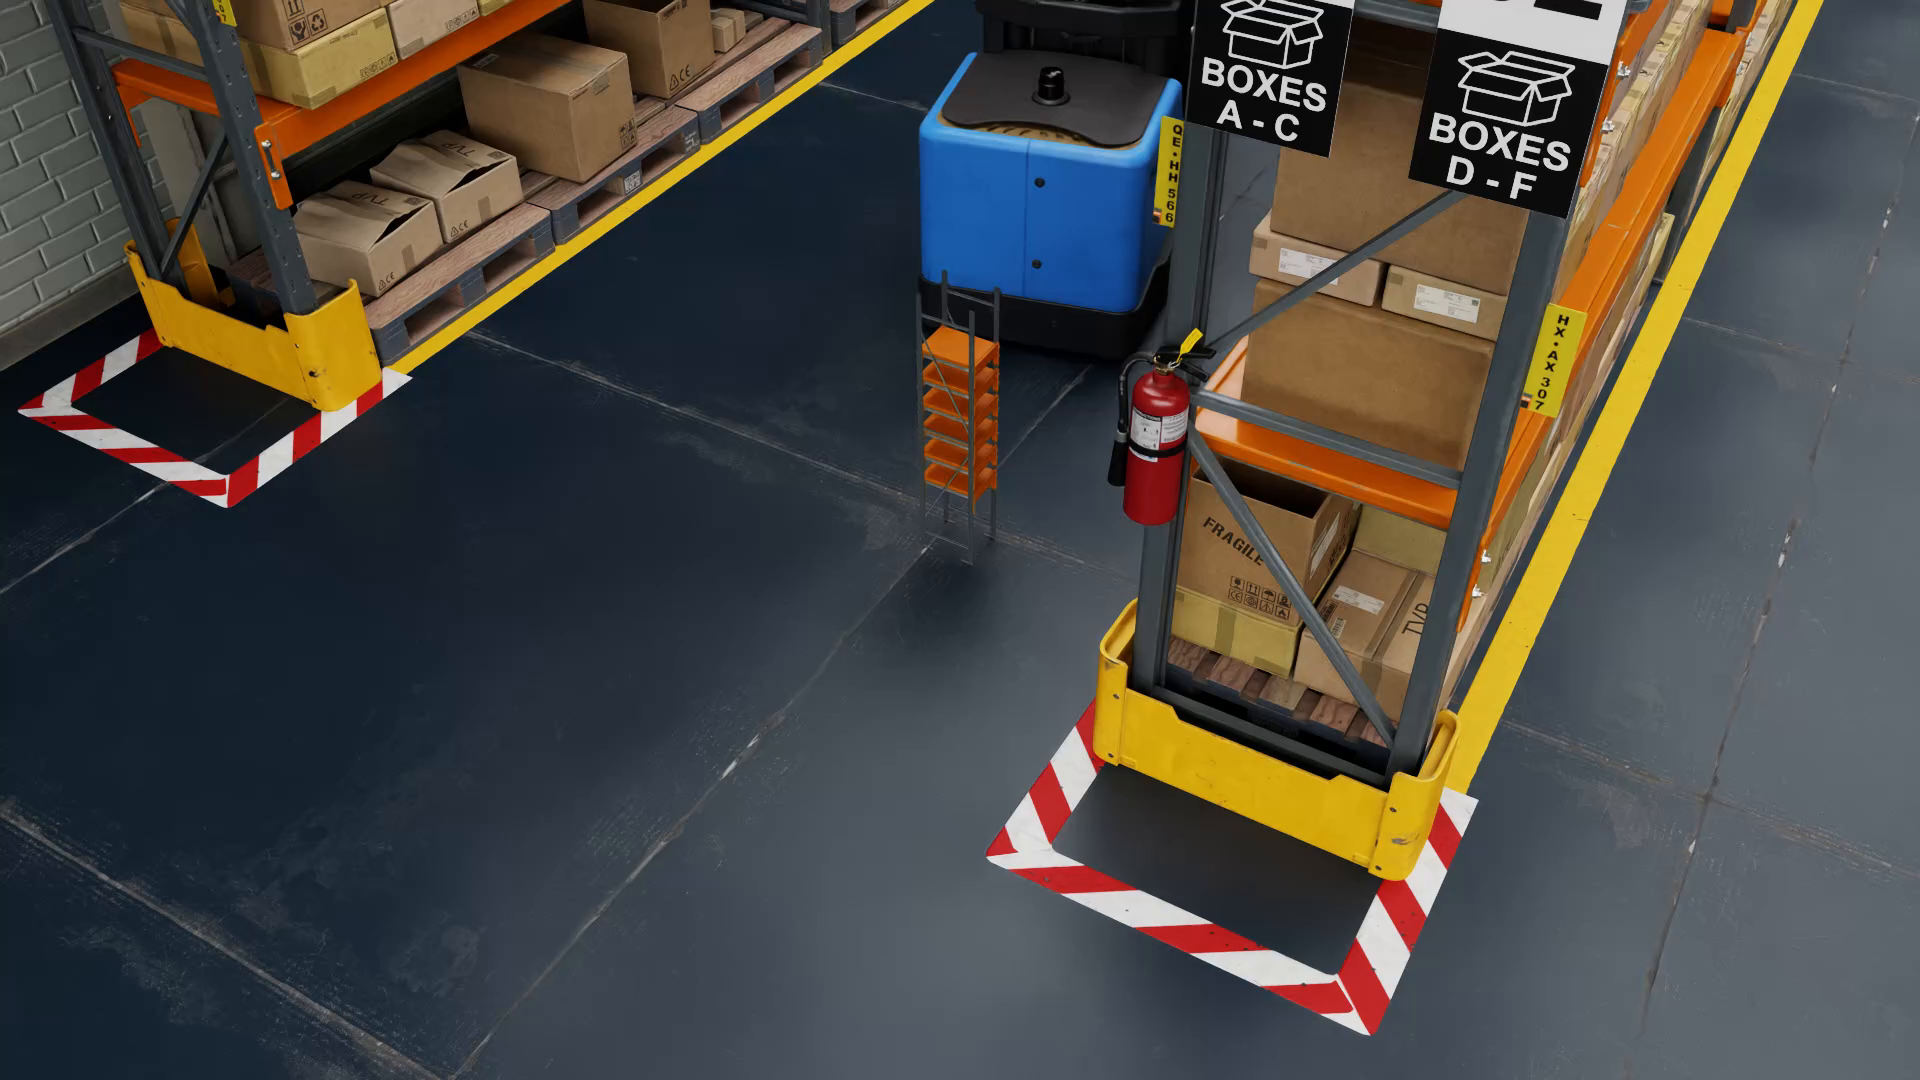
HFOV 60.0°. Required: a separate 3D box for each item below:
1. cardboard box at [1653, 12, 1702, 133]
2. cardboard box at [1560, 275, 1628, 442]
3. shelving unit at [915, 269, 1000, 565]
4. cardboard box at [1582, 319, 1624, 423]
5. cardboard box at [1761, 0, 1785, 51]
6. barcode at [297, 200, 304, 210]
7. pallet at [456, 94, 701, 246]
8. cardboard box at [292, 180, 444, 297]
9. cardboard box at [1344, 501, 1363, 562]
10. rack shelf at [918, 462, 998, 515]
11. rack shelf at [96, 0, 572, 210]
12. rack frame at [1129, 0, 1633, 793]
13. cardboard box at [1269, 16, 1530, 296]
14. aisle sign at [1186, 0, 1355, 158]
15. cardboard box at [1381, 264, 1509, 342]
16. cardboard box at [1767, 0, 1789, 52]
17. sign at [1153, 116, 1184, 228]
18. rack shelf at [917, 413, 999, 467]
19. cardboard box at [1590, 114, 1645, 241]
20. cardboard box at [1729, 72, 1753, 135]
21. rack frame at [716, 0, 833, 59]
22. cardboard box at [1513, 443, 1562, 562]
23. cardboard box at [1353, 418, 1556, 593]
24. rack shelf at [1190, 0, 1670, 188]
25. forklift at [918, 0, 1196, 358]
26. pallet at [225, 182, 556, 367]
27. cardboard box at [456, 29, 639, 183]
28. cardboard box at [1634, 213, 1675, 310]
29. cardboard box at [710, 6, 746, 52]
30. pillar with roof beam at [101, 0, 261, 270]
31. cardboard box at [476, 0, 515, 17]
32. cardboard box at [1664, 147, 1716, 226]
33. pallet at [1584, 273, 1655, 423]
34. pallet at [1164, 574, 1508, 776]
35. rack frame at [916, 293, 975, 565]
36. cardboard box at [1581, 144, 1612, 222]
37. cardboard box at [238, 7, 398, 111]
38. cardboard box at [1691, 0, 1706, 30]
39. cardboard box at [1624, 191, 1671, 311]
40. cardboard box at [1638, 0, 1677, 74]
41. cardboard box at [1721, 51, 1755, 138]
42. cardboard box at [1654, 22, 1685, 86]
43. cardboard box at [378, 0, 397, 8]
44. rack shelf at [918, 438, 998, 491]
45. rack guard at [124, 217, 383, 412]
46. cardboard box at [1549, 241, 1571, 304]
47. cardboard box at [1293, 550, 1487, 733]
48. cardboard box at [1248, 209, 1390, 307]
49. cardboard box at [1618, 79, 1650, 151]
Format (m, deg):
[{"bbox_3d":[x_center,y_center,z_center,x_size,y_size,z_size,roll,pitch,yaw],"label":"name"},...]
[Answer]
[{"bbox_3d":[2.577,-2.058,6.742,0.700,0.500,0.500,20,45,22],"label":"cardboard box"},{"bbox_3d":[2.264,-0.790,6.573,0.500,0.500,0.500,21,45,22],"label":"cardboard box"},{"bbox_3d":[-0.007,-0.442,6.344,0.258,1.200,0.189,21,45,22],"label":"shelving unit"},{"bbox_3d":[2.513,-0.795,7.146,0.500,0.250,0.500,21,45,22],"label":"cardboard box"},{"bbox_3d":[4.242,-2.951,9.170,0.500,0.311,0.500,22,46,23],"label":"cardboard box"},{"bbox_3d":[-3.154,-1.596,7.988,0.001,0.075,0.075,21,45,22],"label":"barcode"},{"bbox_3d":[-2.154,-2.074,8.945,1.003,0.211,1.213,21,45,22],"label":"pallet"},{"bbox_3d":[-2.816,-1.450,7.829,0.500,0.311,0.500,16,44,17],"label":"cardboard box"},{"bbox_3d":[1.302,-0.112,6.371,0.500,0.250,0.500,21,45,22],"label":"cardboard box"},{"bbox_3d":[-0.007,-0.229,6.532,0.258,0.103,0.180,21,45,22],"label":"rack shelf"},{"bbox_3d":[-2.240,-2.803,8.207,1.077,0.370,4.000,21,45,22],"label":"rack shelf"},{"bbox_3d":[1.050,-0.292,4.812,1.000,3.000,0.127,21,45,22],"label":"rack frame"},{"bbox_3d":[1.321,-1.110,4.683,0.700,0.500,0.500,21,46,22],"label":"cardboard box"},{"bbox_3d":[0.763,-1.327,4.020,0.394,0.787,0.004,21,45,22],"label":"aisle sign"},{"bbox_3d":[1.433,-0.726,4.739,0.380,0.149,0.250,21,45,22],"label":"cardboard box"},{"bbox_3d":[4.492,-3.031,9.685,0.500,0.250,0.500,22,46,23],"label":"cardboard box"},{"bbox_3d":[0.587,-1.003,4.564,0.100,0.325,0.005,21,45,22],"label":"sign"},{"bbox_3d":[-0.007,-0.409,6.373,0.258,0.103,0.180,21,45,22],"label":"rack shelf"},{"bbox_3d":[2.067,-1.479,6.084,0.700,0.500,0.500,22,46,23],"label":"cardboard box"},{"bbox_3d":[3.982,-2.445,9.019,0.500,0.250,0.500,20,45,21],"label":"cardboard box"},{"bbox_3d":[-1.239,-4.217,9.269,1.000,3.000,0.127,21,45,22],"label":"rack frame"},{"bbox_3d":[2.009,-0.224,6.498,0.500,0.250,0.500,21,45,22],"label":"cardboard box"},{"bbox_3d":[1.760,-0.219,5.925,0.500,0.500,0.500,21,45,22],"label":"cardboard box"},{"bbox_3d":[2.051,-2.292,5.358,1.077,0.370,4.000,21,45,22],"label":"rack shelf"},{"bbox_3d":[0.718,-2.915,7.842,1.130,2.935,3.031,11,43,12],"label":"forklift"},{"bbox_3d":[-2.765,-1.378,8.155,1.003,0.211,1.213,21,45,22],"label":"pallet"},{"bbox_3d":[-2.121,-2.251,8.595,0.700,0.500,0.500,18,45,19],"label":"cardboard box"},{"bbox_3d":[3.009,-1.369,7.798,0.500,0.250,0.500,21,45,22],"label":"cardboard box"},{"bbox_3d":[-1.481,-3.003,9.701,0.380,0.166,0.250,15,44,17],"label":"cardboard box"},{"bbox_3d":[0.088,-3.442,3.850,9.100,9.000,0.400,21,45,22],"label":"pillar with roof beam"},{"bbox_3d":[-2.214,-2.645,7.582,0.500,0.250,0.500,20,45,21],"label":"cardboard box"},{"bbox_3d":[3.468,-1.855,8.350,0.500,0.250,0.500,20,45,21],"label":"cardboard box"},{"bbox_3d":[2.618,-1.093,7.831,1.003,0.211,1.213,21,45,22],"label":"pallet"},{"bbox_3d":[1.397,0.303,6.246,1.003,0.211,1.213,21,45,22],"label":"pallet"},{"bbox_3d":[-0.053,-0.390,6.285,0.240,1.200,0.006,21,45,22],"label":"rack frame"},{"bbox_3d":[1.817,-1.164,5.236,0.380,0.149,0.250,20,45,21],"label":"cardboard box"},{"bbox_3d":[-2.722,-2.054,6.911,0.500,0.250,0.500,20,45,21],"label":"cardboard box"},{"bbox_3d":[2.590,-2.054,6.246,0.380,0.149,0.250,21,45,22],"label":"cardboard box"},{"bbox_3d":[2.749,-1.368,7.229,0.500,0.500,0.500,21,45,22],"label":"cardboard box"},{"bbox_3d":[2.082,-1.988,5.680,0.700,0.500,0.500,21,46,22],"label":"cardboard box"},{"bbox_3d":[3.729,-2.356,8.494,0.500,0.311,0.500,20,45,22],"label":"cardboard box"},{"bbox_3d":[2.334,-1.756,5.908,0.380,0.149,0.250,22,46,23],"label":"cardboard box"},{"bbox_3d":[-2.486,-2.614,6.980,0.500,0.500,0.500,21,46,22],"label":"cardboard box"},{"bbox_3d":[-0.007,-0.319,6.453,0.258,0.103,0.180,21,45,22],"label":"rack shelf"},{"bbox_3d":[-3.203,-1.034,7.545,1.175,0.500,0.348,21,45,22],"label":"rack guard"},{"bbox_3d":[1.553,-0.894,5.420,0.700,0.500,0.500,22,46,23],"label":"cardboard box"},{"bbox_3d":[1.511,0.349,5.847,0.500,0.250,0.500,21,45,22],"label":"cardboard box"},{"bbox_3d":[1.076,-0.855,4.884,0.380,0.149,0.250,20,45,21],"label":"cardboard box"},{"bbox_3d":[2.076,-1.464,5.576,0.380,0.149,0.250,20,45,22],"label":"cardboard box"}]
